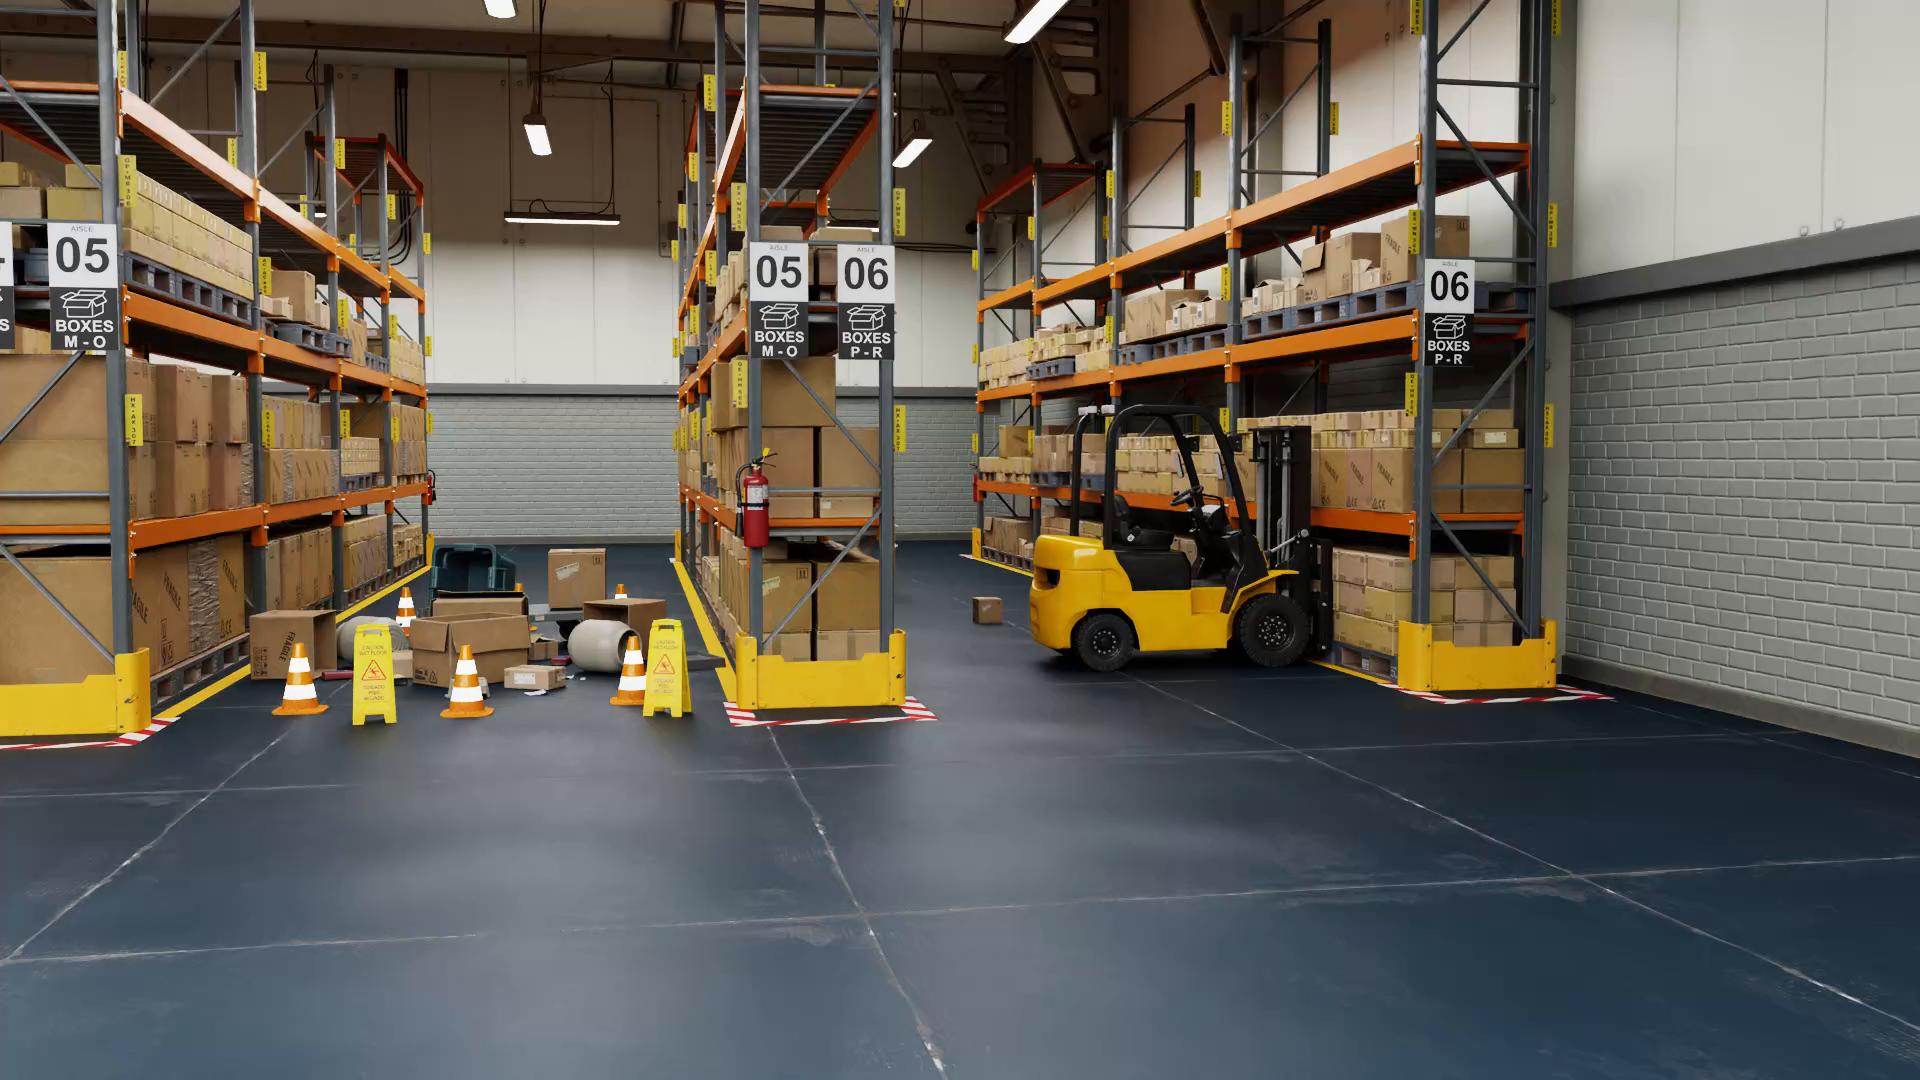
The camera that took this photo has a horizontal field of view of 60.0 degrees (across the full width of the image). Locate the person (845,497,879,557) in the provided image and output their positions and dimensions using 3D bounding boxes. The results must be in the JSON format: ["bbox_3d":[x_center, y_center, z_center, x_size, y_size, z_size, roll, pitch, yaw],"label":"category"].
[{"bbox_3d":[-1.324,-0.258,22.108,0.538,1.685,0.881,-1,3,-20],"label":"person"}]
